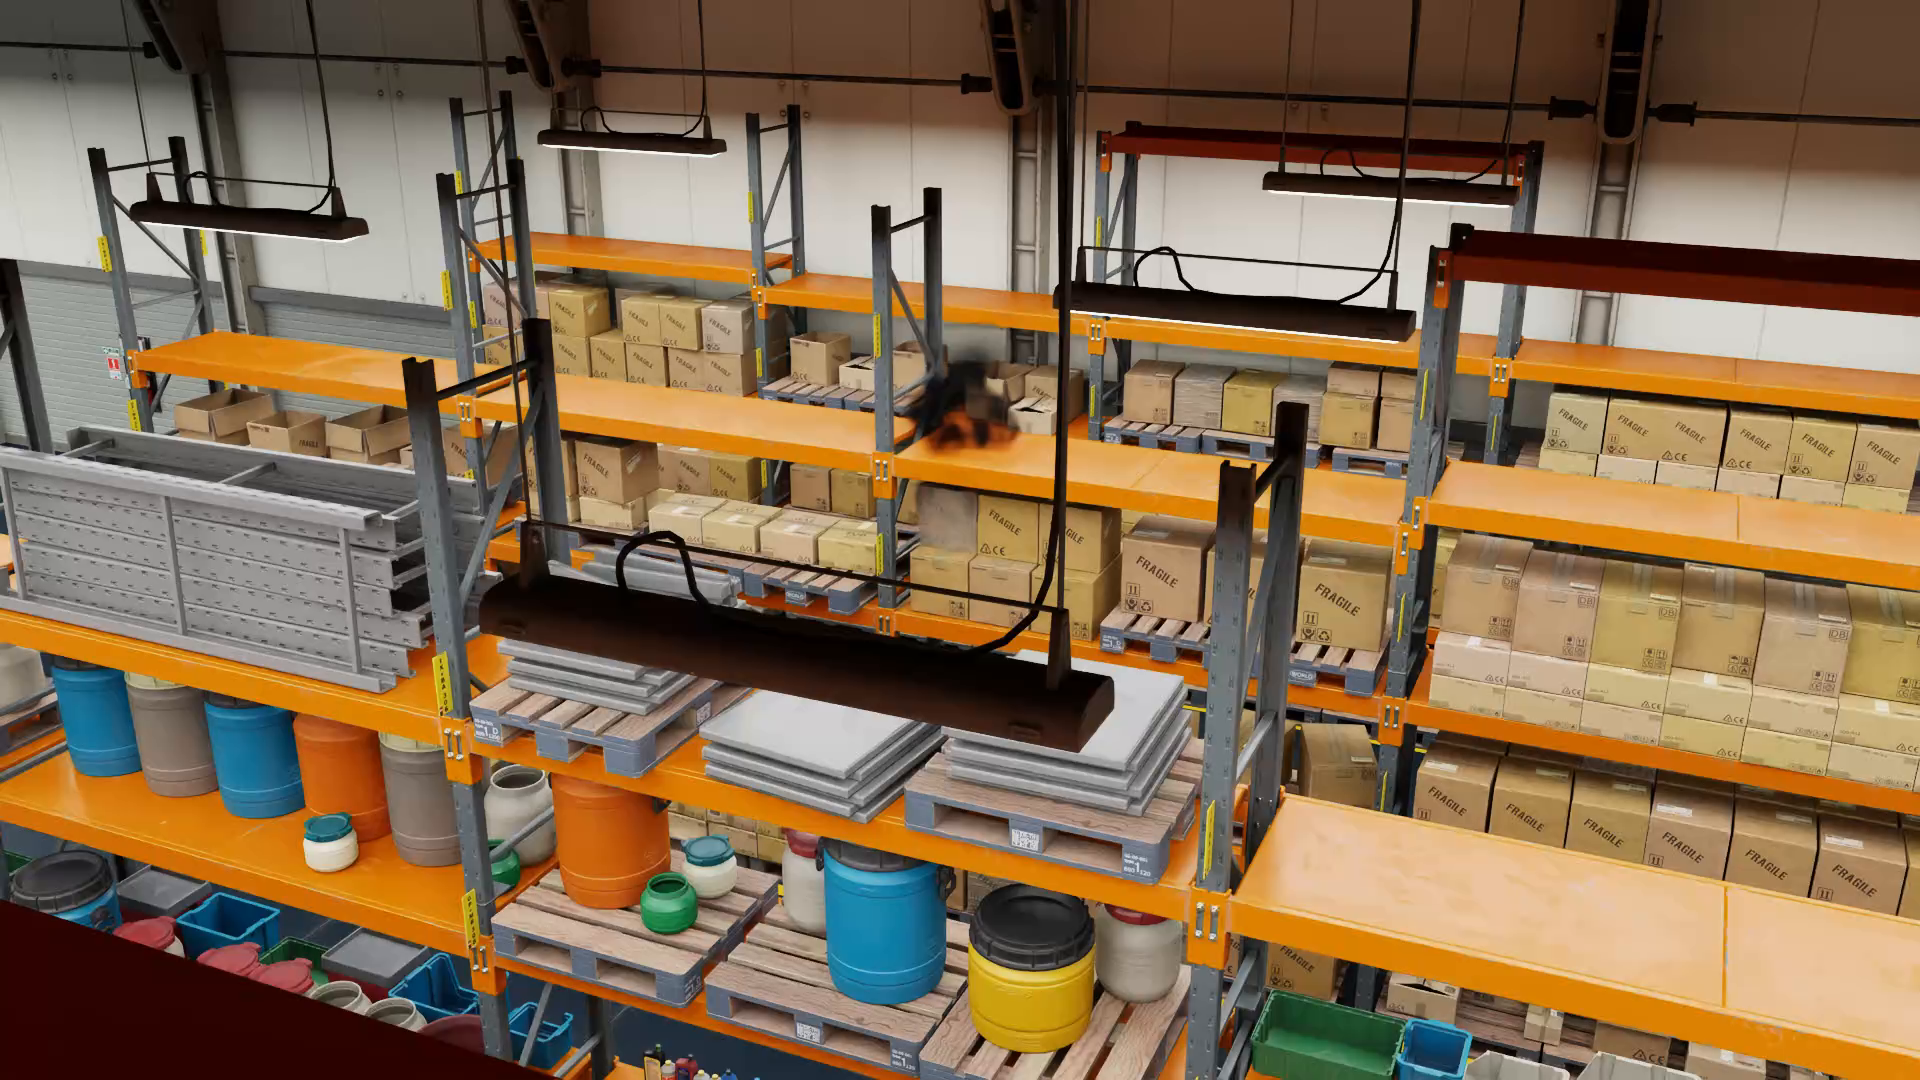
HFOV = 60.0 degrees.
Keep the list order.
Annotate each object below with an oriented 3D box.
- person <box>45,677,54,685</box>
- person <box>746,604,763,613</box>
[{"bbox_3d":[-9.852,1.131,17.368,0.623,1.667,0.603,-15,25,-34],"label":"person"},{"bbox_3d":[-2.291,1.161,17.085,1.025,1.805,0.649,4,21,10],"label":"person"}]
